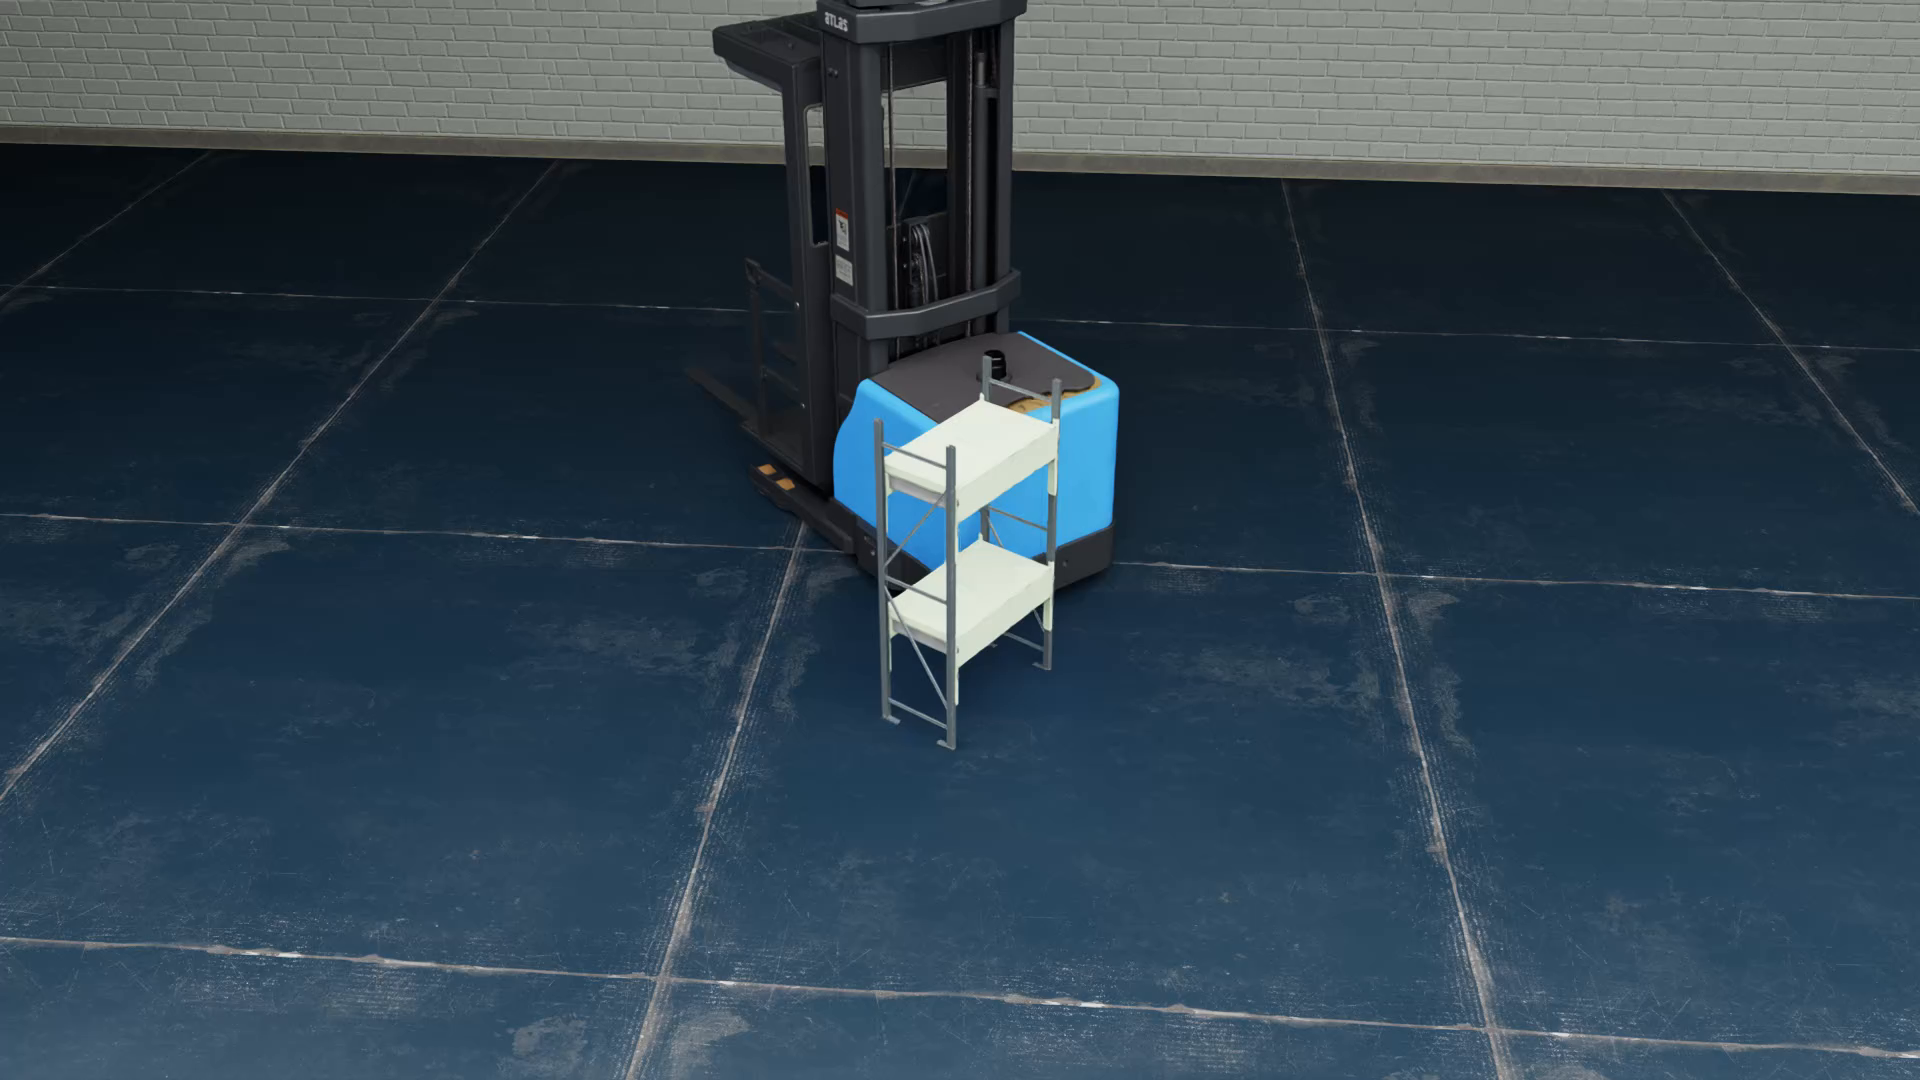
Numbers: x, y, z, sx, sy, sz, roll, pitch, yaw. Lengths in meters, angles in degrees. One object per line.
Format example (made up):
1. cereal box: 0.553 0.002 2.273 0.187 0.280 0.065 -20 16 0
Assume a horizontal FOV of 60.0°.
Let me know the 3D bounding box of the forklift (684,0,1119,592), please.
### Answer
1. forklift: -0.499 -1.550 8.472 1.130 2.935 3.031 -21 37 -30

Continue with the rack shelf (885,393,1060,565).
1. rack shelf: 0.040 -0.271 7.015 0.431 0.370 0.720 22 38 31

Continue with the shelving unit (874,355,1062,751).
1. shelving unit: 0.040 0.061 7.220 0.431 1.500 0.755 22 38 31

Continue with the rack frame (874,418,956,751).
1. rack frame: -0.182 0.214 6.972 0.400 1.500 0.023 22 38 31

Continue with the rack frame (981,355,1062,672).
1. rack frame: 0.261 -0.092 7.468 0.400 1.500 0.023 22 38 31

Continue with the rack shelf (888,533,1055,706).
1. rack shelf: 0.039 0.339 7.391 0.431 0.370 0.720 22 38 31
